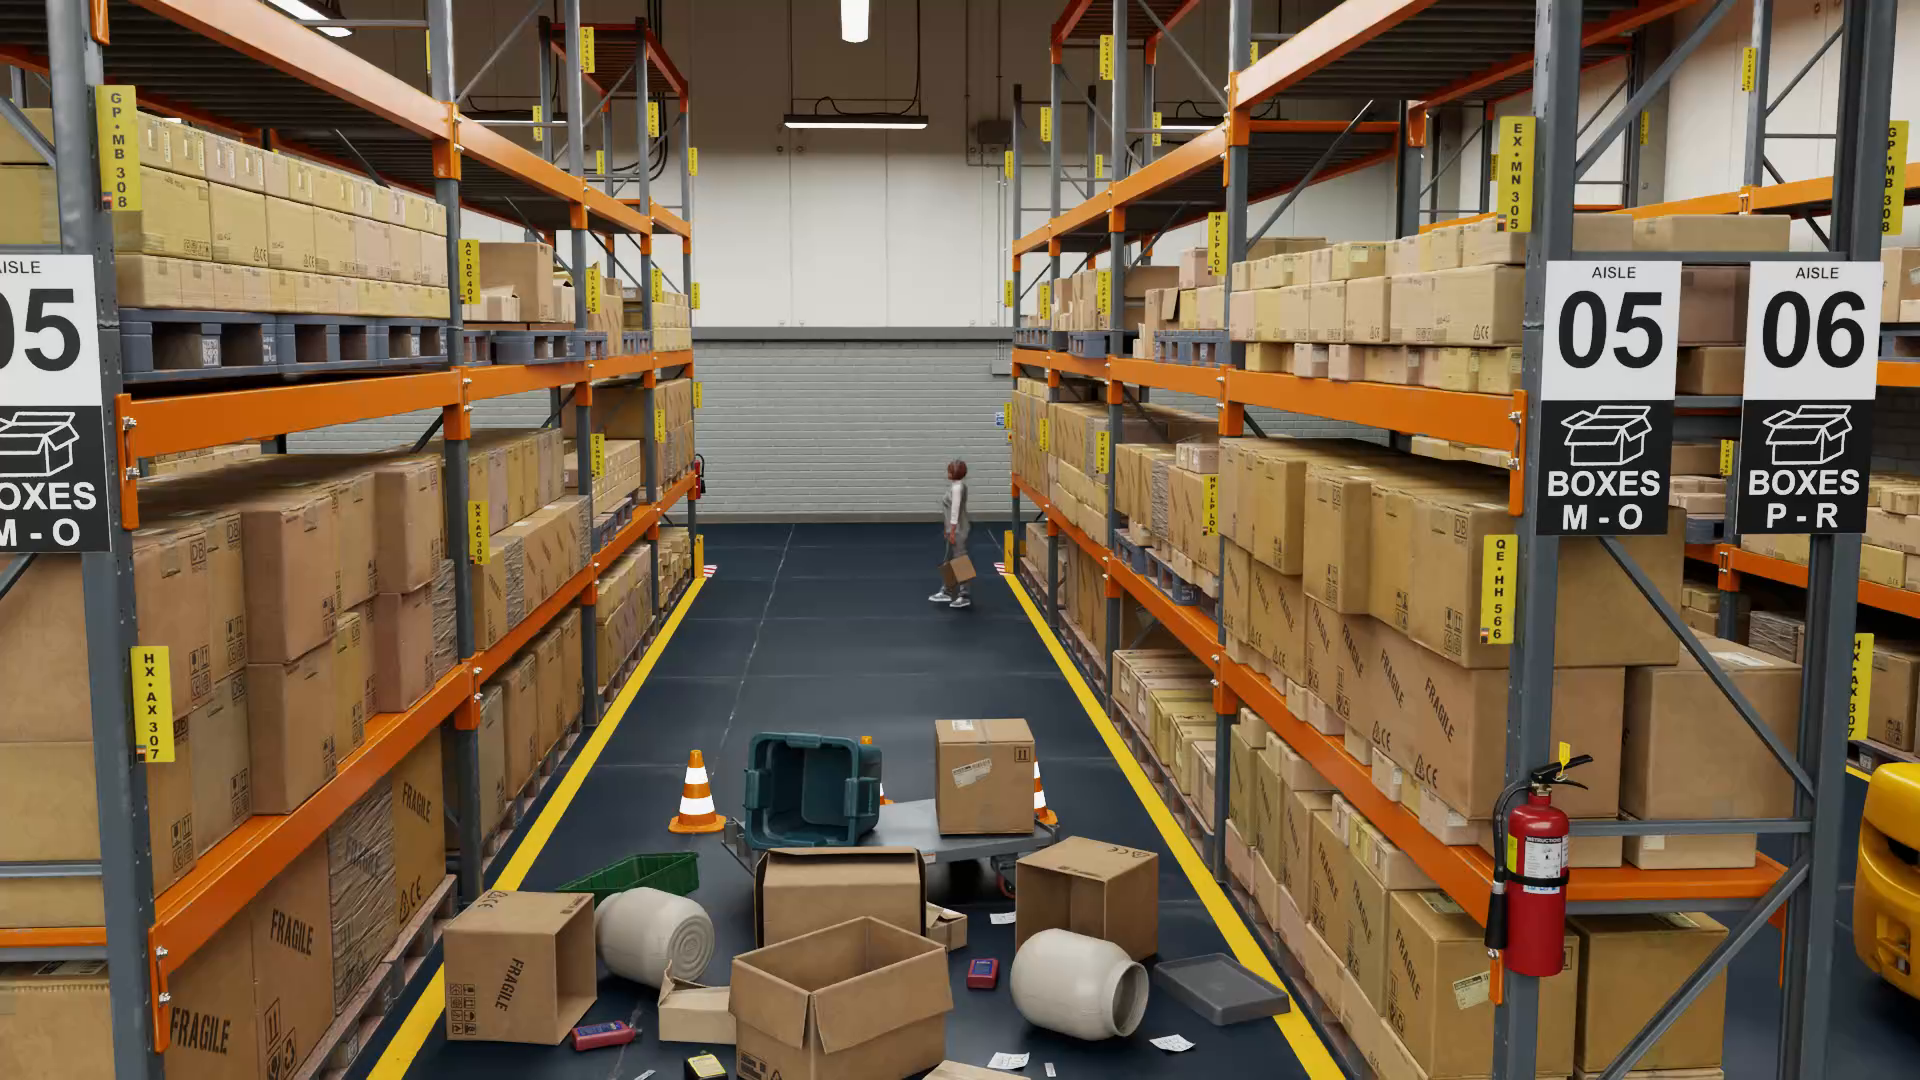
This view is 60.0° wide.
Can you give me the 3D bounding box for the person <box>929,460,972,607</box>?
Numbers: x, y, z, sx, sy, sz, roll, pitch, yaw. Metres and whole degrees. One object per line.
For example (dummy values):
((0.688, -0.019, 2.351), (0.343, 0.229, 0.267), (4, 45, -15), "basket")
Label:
((-0.105, -0.078, 18.253), (0.484, 1.603, 0.466), (0, 7, 1), "person")
